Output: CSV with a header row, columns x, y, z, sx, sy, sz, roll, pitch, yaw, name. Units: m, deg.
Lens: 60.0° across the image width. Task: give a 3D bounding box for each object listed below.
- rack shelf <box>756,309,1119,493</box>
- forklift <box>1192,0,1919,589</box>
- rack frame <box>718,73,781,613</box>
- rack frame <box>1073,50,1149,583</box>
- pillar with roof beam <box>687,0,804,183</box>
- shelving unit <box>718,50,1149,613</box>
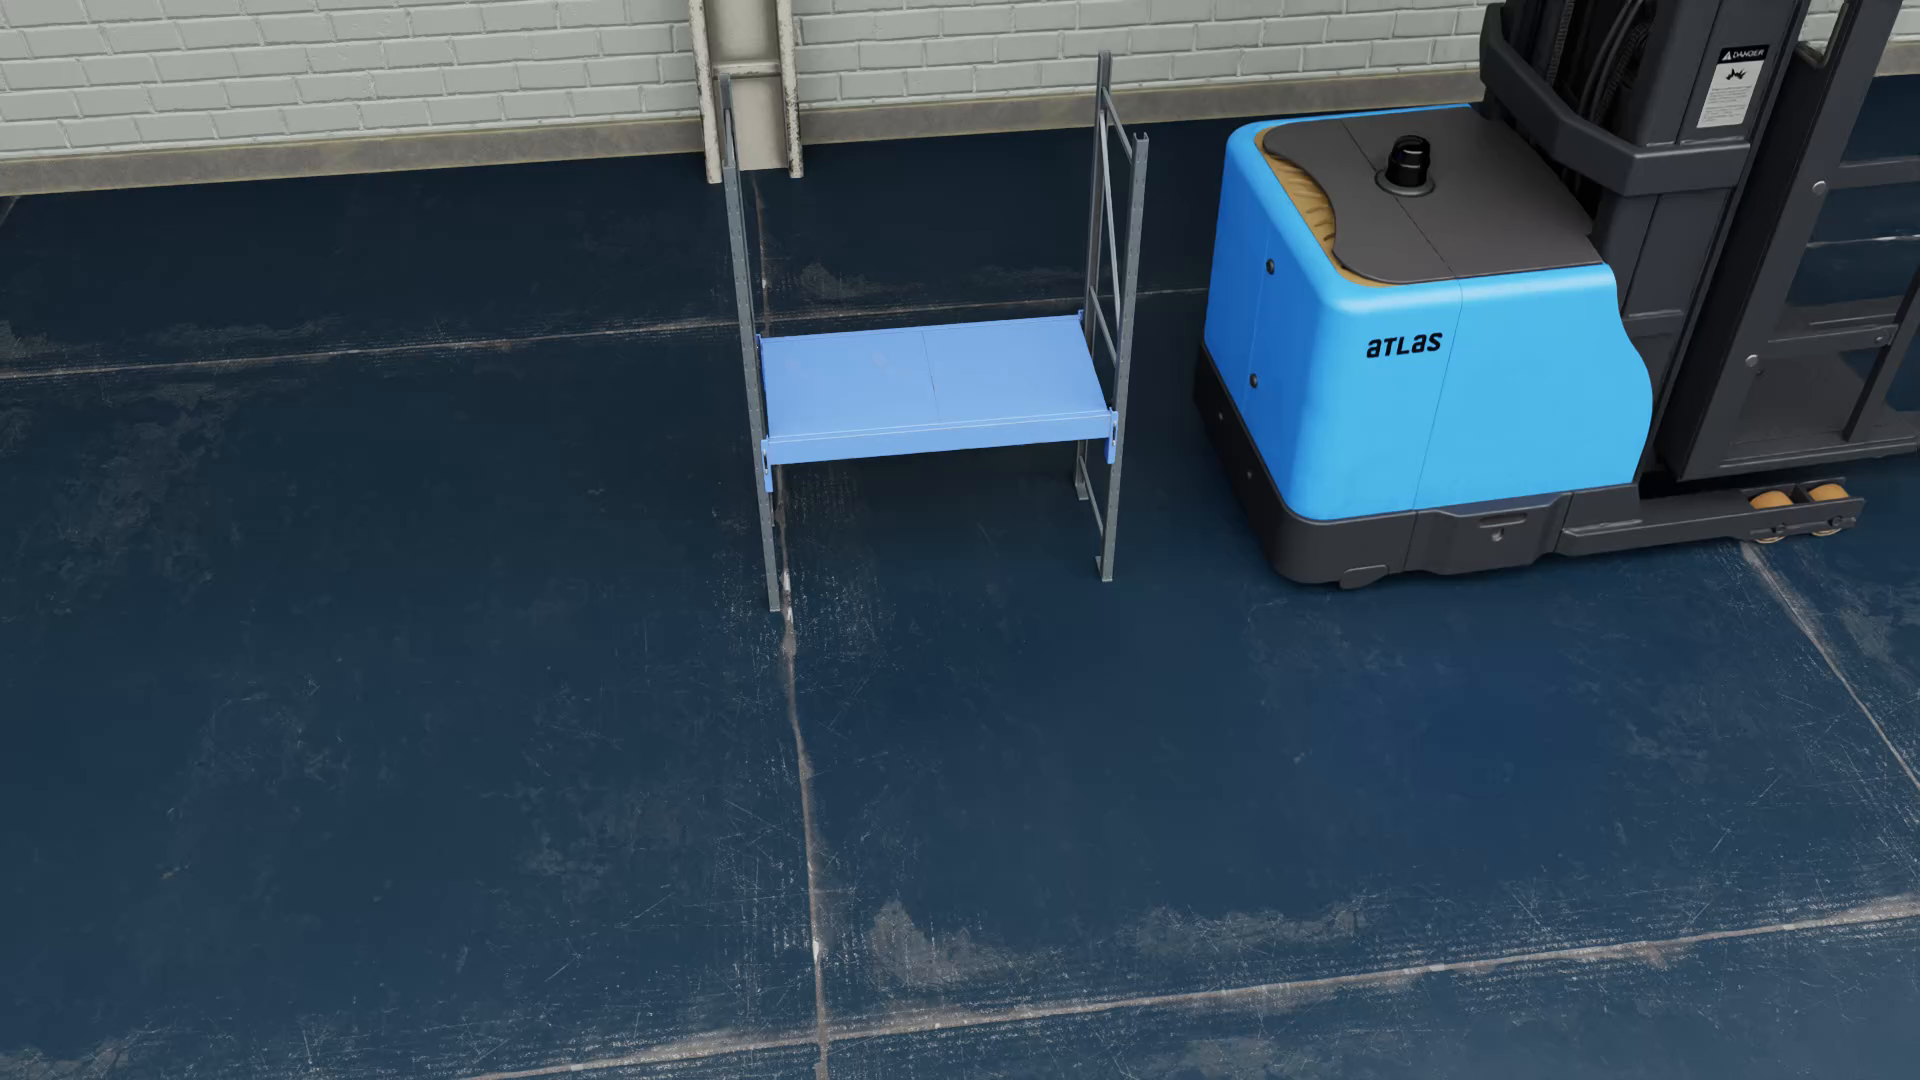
x,y,z,sx,sy,sz,roll,pitch,yaw,name
-0.085,-0.416,4.860,1.000,0.185,0.538,-5,42,-6,rack shelf
2.363,-1.420,4.636,3.031,2.935,1.130,-7,43,-8,forklift
-0.589,-0.505,4.691,0.032,1.500,0.500,-5,42,-6,rack frame
0.419,-0.594,4.788,0.032,1.500,0.500,-5,42,-6,rack frame
-0.309,-2.079,0.836,0.400,9.000,9.100,-5,42,-6,pillar with roof beam
-0.085,-0.550,4.739,1.048,1.500,0.538,-5,42,-6,shelving unit
